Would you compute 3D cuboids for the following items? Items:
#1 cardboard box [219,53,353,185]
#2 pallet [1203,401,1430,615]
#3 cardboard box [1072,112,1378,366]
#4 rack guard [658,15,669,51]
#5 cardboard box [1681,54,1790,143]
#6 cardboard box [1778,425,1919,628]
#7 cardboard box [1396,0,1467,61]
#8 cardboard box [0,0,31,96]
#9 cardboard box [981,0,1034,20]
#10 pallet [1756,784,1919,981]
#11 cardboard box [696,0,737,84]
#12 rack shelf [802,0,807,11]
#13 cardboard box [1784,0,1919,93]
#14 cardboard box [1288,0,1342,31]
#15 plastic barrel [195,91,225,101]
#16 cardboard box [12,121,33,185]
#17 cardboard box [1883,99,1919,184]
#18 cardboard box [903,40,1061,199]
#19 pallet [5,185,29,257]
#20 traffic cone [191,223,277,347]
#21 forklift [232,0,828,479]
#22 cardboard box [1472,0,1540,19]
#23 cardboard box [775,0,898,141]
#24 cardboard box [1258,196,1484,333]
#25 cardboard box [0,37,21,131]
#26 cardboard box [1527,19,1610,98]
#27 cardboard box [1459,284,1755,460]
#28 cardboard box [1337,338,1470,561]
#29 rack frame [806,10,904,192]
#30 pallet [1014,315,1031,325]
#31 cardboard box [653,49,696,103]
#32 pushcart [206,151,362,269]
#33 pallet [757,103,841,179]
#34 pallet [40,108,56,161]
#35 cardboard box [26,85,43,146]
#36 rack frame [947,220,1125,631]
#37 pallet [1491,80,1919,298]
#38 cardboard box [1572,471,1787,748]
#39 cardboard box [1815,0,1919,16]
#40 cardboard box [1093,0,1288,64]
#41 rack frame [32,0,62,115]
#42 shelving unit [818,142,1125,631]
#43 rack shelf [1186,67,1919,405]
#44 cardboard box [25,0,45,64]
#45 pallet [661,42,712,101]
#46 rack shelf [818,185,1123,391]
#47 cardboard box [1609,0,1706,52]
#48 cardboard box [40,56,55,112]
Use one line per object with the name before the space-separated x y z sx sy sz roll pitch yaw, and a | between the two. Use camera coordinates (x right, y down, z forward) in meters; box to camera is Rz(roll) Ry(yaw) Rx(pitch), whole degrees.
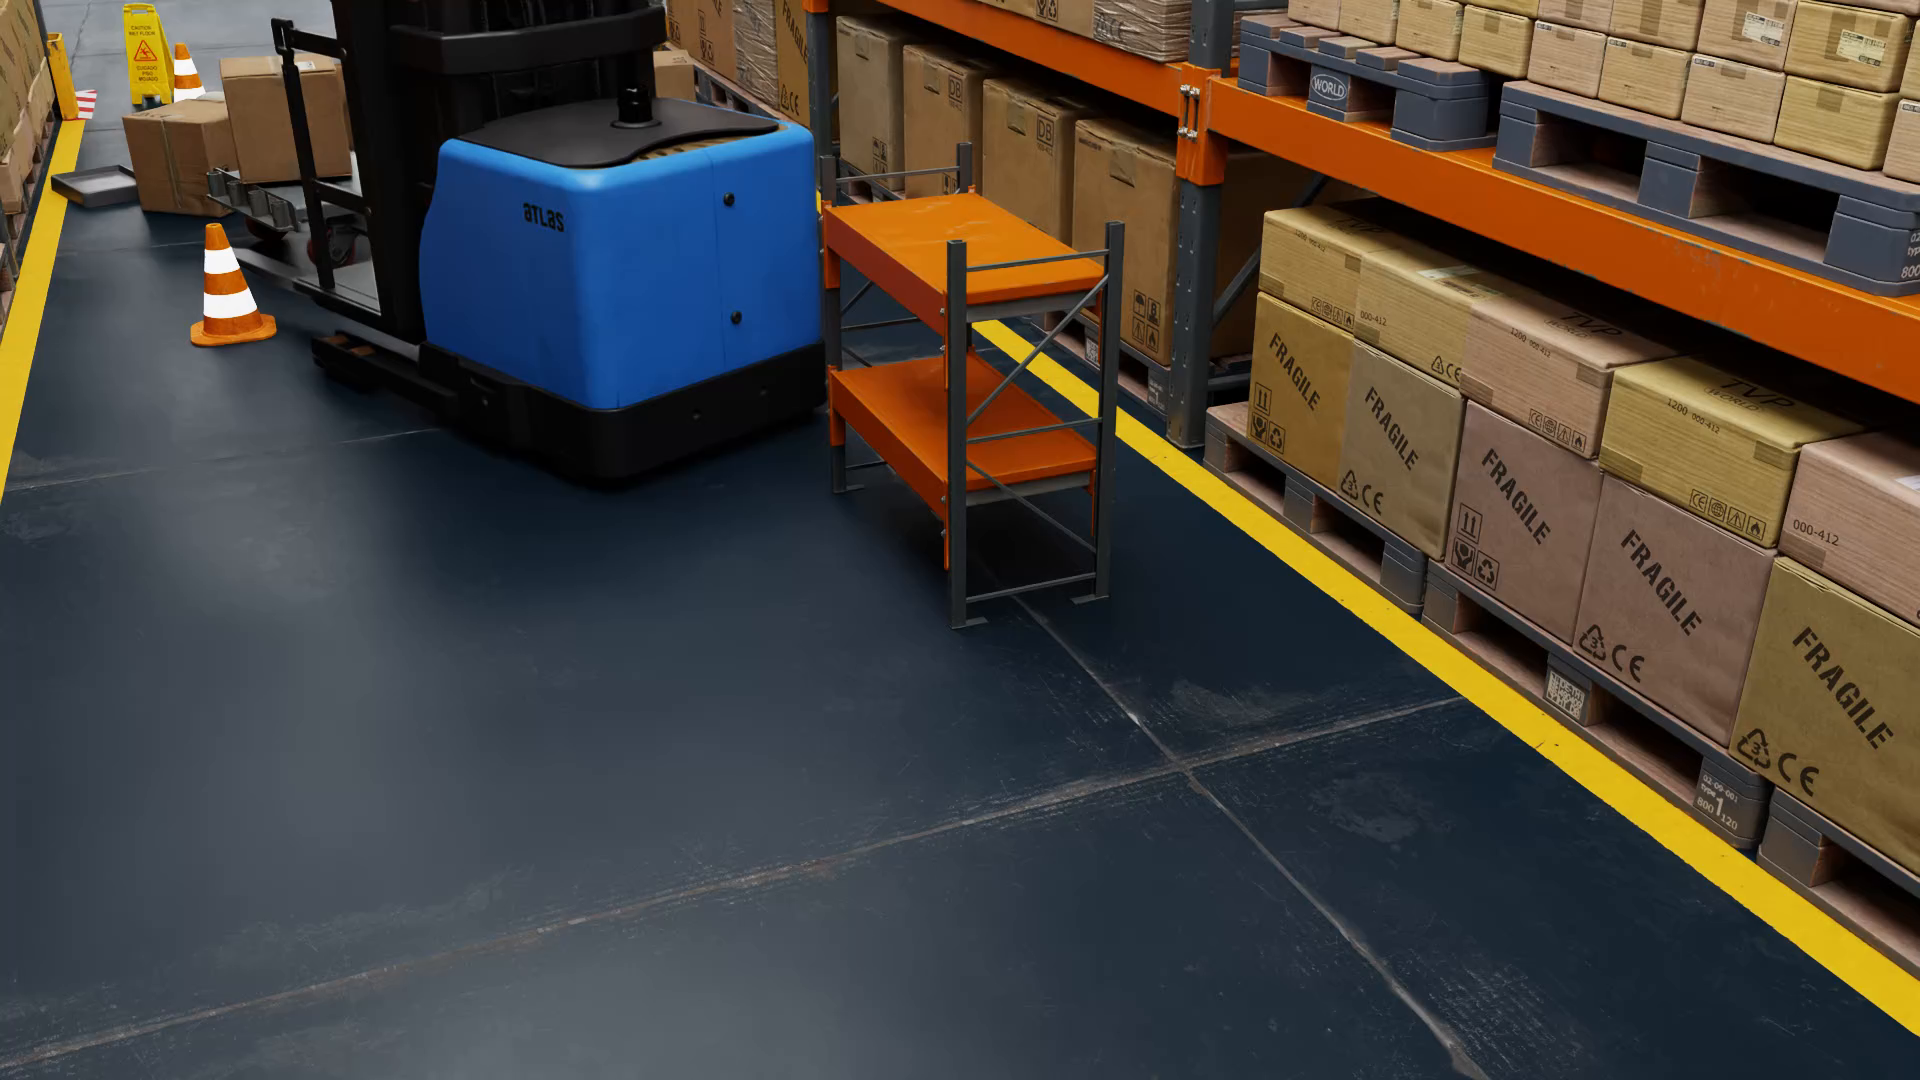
cardboard box | -3.231 -2.028 7.971 0.500 0.500 0.500 -11 28 -21
pallet | 1.529 -0.201 5.421 1.003 0.211 1.213 -11 28 -21
cardboard box | 1.068 -1.209 6.393 1.050 0.750 0.750 -11 28 -21
rack guard | -1.918 -3.886 12.639 1.175 0.500 0.348 -11 28 -21
cardboard box | 1.835 -0.990 3.667 0.380 0.149 0.250 -12 28 -22
cardboard box | 2.077 -0.025 3.397 0.500 0.250 0.500 -9 28 -18
cardboard box | 1.425 -1.413 4.533 0.380 0.149 0.250 -9 27 -18
cardboard box | -5.472 -2.705 9.171 0.500 0.500 0.500 -11 28 -22
cardboard box | 0.411 -2.354 6.538 0.500 0.500 0.500 -11 28 -21
pallet | 2.484 0.784 3.404 1.003 0.211 1.213 -11 28 -21
cardboard box | -1.236 -3.616 11.181 0.875 0.875 0.875 -11 28 -21
rack shelf | -1.126 -3.869 10.575 1.077 0.370 4.000 -11 28 -21
cardboard box | 1.933 -1.023 3.395 0.380 0.149 0.250 -10 28 -20
cardboard box | 1.214 -1.630 4.978 0.380 0.149 0.250 -11 28 -21
plastic barrel | -4.222 -2.377 9.636 0.512 0.421 0.421 8 27 15
cardboard box | -5.060 -1.945 8.469 0.500 0.250 0.500 -9 27 -18
cardboard box | 2.043 -0.775 3.227 0.380 0.149 0.250 -12 28 -23
cardboard box | 0.358 -1.937 7.884 1.050 0.750 0.750 -11 28 -21
pallet | -5.153 -1.505 8.093 1.003 0.211 1.213 -11 28 -21
traffic cone | -3.084 -1.093 6.962 0.336 0.463 0.334 -11 28 -21
forklift | -1.915 -2.053 6.115 3.031 2.935 1.130 22 33 37
cardboard box | 1.543 -1.432 4.232 0.380 0.149 0.250 -10 28 -20
cardboard box | -0.524 -2.885 9.682 0.875 0.875 0.875 -10 28 -20
cardboard box | 1.271 -0.852 5.093 0.500 0.250 0.500 -12 28 -23
cardboard box | -5.061 -2.282 8.306 0.500 0.500 0.500 -9 28 -19
cardboard box | 1.638 -1.197 4.091 0.380 0.149 0.250 -10 28 -19
cardboard box | 1.652 -0.446 4.260 0.500 0.250 0.500 -10 28 -20
cardboard box | 1.466 -0.304 4.823 0.500 0.500 0.500 -10 28 -20
rack frame | -0.342 -3.385 8.764 1.000 3.000 0.127 -11 28 -21
pallet | 0.511 -1.340 7.754 1.003 0.211 1.213 -11 28 -21
cardboard box | -1.895 -2.713 10.234 0.500 0.500 0.500 -6 27 -12
pushcart | -2.779 -1.727 8.357 1.648 0.377 0.936 -22 34 -38
pallet | -0.568 -2.452 10.032 1.003 0.211 1.213 -11 28 -21
pallet | -6.109 -2.490 10.110 1.003 0.211 1.213 -11 28 -21
cardboard box | -5.454 -2.360 9.321 0.500 0.250 0.500 -12 28 -22
rack frame | 0.202 -0.298 4.577 0.500 1.125 0.032 -11 28 -21
pallet | 2.037 -0.892 3.876 1.003 0.211 1.213 -11 28 -21
cardboard box | 1.871 0.109 3.978 0.500 0.500 0.500 -11 28 -22
cardboard box | 1.944 -1.153 3.322 0.380 0.149 0.250 -12 28 -23
cardboard box | 0.801 -1.951 5.712 0.500 0.500 0.500 -11 28 -21
rack frame | -6.424 -4.108 10.245 1.000 3.000 0.127 -11 28 -21
shelving unit | 0.003 -0.503 4.998 0.538 1.125 1.048 -11 28 -21
rack shelf | 2.007 -0.639 3.960 1.077 0.370 4.000 -11 28 -21
cardboard box | -5.870 -3.120 10.021 0.500 0.500 0.500 -10 28 -20
pallet | -1.524 -3.437 12.049 1.003 0.211 1.213 -11 28 -21
rack shelf | 0.003 -0.766 4.869 0.538 0.278 1.000 -11 28 -21
cardboard box | 1.734 -1.230 3.819 0.380 0.149 0.250 -11 28 -21
cardboard box | -5.851 -2.772 10.163 0.500 0.250 0.500 -11 28 -21
